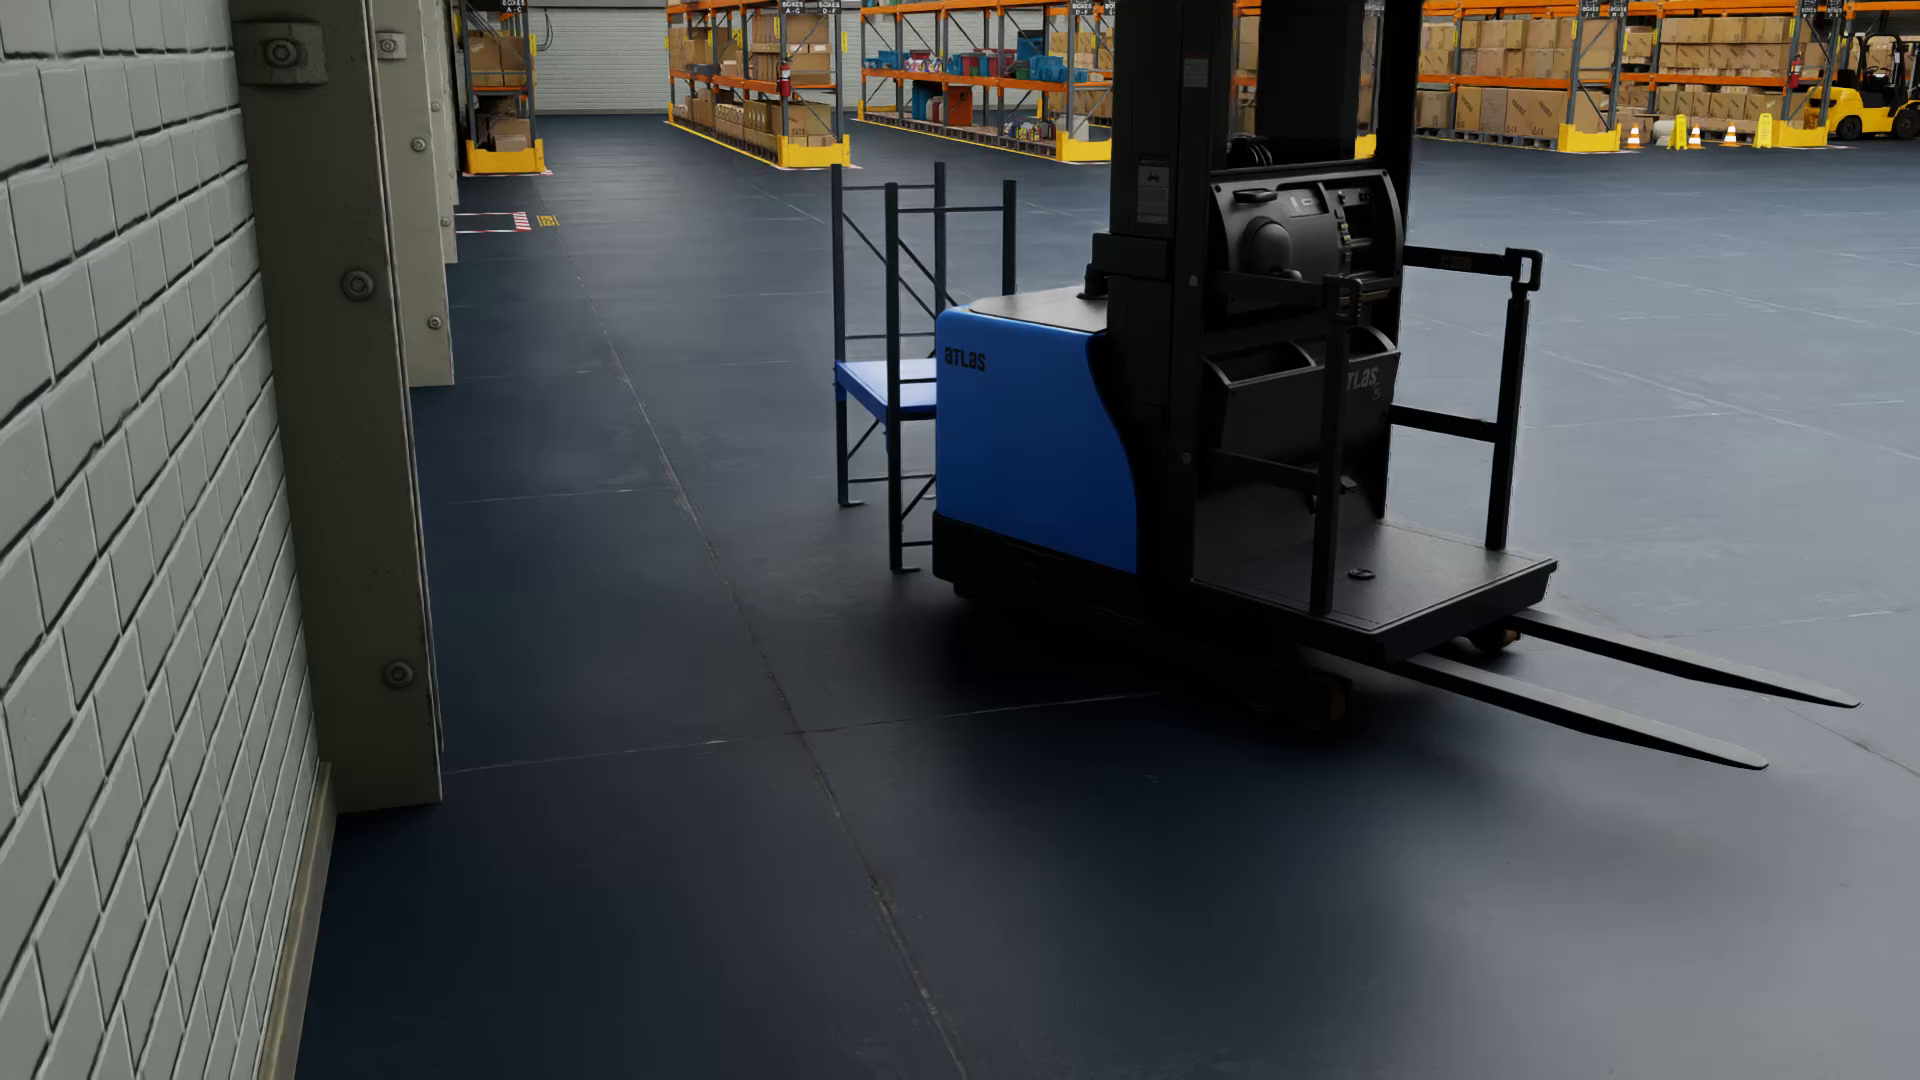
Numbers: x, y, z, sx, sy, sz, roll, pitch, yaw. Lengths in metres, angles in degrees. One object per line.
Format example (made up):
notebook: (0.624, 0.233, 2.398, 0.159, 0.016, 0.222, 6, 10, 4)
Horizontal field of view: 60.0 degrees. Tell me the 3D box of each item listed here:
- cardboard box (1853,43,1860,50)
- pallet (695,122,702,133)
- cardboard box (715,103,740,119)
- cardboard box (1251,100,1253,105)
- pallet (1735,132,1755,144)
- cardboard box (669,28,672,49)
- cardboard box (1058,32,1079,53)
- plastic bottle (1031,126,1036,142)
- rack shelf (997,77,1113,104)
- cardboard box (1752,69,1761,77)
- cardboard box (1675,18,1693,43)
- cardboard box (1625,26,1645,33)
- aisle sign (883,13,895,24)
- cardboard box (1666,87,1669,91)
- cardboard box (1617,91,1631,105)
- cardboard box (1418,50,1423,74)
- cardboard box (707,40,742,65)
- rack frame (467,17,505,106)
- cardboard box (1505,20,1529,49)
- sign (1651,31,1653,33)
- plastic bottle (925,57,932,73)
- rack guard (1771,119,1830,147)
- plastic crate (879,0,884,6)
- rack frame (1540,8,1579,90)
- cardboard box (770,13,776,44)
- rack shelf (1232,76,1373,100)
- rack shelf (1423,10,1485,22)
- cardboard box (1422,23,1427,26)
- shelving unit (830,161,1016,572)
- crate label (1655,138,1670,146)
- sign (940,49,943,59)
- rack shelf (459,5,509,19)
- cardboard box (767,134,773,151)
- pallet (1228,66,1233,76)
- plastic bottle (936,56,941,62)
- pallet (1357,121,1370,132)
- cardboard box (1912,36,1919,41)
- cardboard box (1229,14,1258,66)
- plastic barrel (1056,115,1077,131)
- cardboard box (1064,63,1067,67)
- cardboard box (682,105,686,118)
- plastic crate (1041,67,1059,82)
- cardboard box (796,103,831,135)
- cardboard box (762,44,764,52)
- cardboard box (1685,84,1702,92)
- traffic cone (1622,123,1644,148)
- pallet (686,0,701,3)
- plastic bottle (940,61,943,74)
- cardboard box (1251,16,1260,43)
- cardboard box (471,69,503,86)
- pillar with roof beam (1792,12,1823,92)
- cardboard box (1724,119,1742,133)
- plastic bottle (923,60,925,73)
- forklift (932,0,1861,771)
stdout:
cardboard box: (20.127, -10.983, 37.000, 0.380, 0.149, 0.250, -5, 17, -16)
pallet: (-5.473, -9.430, 37.978, 1.003, 0.211, 1.213, -5, 17, -15)
cardboard box: (-4.772, -8.866, 34.327, 0.500, 0.311, 0.500, -4, 17, -13)
cardboard box: (7.903, -11.542, 43.871, 0.380, 0.149, 0.250, -6, 18, -18)
pallet: (16.409, -8.147, 33.706, 1.003, 0.211, 1.213, -5, 17, -15)
cardboard box: (-6.963, -12.477, 41.363, 0.500, 0.500, 0.500, -4, 17, -14)
cardboard box: (2.852, -12.870, 43.025, 0.500, 0.500, 0.500, -5, 17, -17)
plastic bottle: (1.353, -7.473, 30.572, 0.061, 0.283, 0.133, -4, 17, -14)
rack shelf: (1.779, -8.267, 30.511, 1.077, 0.370, 4.000, -5, 17, -15)
cardboard box: (16.085, -9.334, 33.248, 0.380, 0.149, 0.250, -5, 17, -16)
cardboard box: (15.552, -10.727, 35.022, 0.700, 0.500, 0.500, -5, 17, -15)
cardboard box: (14.974, -11.342, 36.947, 0.380, 0.149, 0.250, -5, 17, -17)
aisle sign: (-1.806, -13.772, 43.069, 0.394, 0.787, 0.004, -5, 17, -15)
cardboard box: (18.476, -11.640, 42.977, 0.380, 0.149, 0.250, -6, 18, -18)
cardboard box: (18.010, -11.799, 44.632, 0.500, 0.500, 0.500, -4, 17, -13)
cardboard box: (10.110, -10.371, 36.091, 0.500, 0.500, 0.500, -5, 17, -15)
cardboard box: (-4.915, -10.295, 35.108, 0.700, 0.500, 0.500, -12, 20, -34)
rack frame: (-11.594, -11.701, 40.692, 1.000, 3.000, 0.127, -5, 17, -15)
cardboard box: (11.289, -9.956, 32.744, 0.875, 0.550, 0.500, -5, 17, -15)
sign: (18.626, -13.546, 44.820, 0.100, 0.325, 0.005, -5, 17, -15)
plastic bottle: (-0.709, -10.689, 37.410, 0.144, 0.351, 0.185, -5, 17, -15)
rack guard: (16.599, -8.057, 32.907, 1.175, 0.500, 0.348, -5, 17, -15)
plastic crate: (-1.756, -13.227, 40.763, 0.437, 0.282, 0.530, -5, 17, -15)
rack frame: (14.421, -11.446, 39.844, 1.000, 3.000, 0.127, -5, 17, -15)
cardboard box: (-2.854, -8.766, 28.493, 0.700, 0.500, 0.500, -5, 17, -15)
rack shelf: (6.542, -8.659, 31.814, 1.077, 0.370, 4.000, -5, 17, -15)
rack shelf: (12.772, -14.198, 45.041, 1.077, 0.370, 4.000, -5, 17, -15)
cardboard box: (12.641, -13.809, 44.670, 0.380, 0.149, 0.250, -5, 17, -16)
shelving unit: (-0.170, -0.757, 6.865, 0.538, 1.500, 1.048, -5, 17, -15)
crate label: (14.012, -7.910, 33.048, 0.298, 0.136, 0.250, 16, 23, 42)
sign: (-0.439, -11.553, 39.719, 0.100, 0.325, 0.005, -5, 17, -15)
rack shelf: (-9.945, -11.133, 34.839, 1.077, 0.370, 4.000, -5, 17, -15)
cardboard box: (-3.015, -6.815, 28.474, 0.500, 0.250, 0.500, -5, 17, -15)
pallet: (5.922, -9.688, 34.322, 1.003, 0.211, 1.213, -5, 17, -15)
plastic bottle: (-0.489, -11.063, 38.654, 0.144, 0.351, 0.185, -5, 17, -15)
pallet: (9.834, -9.468, 38.104, 1.003, 0.211, 1.213, -5, 17, -15)
cardboard box: (20.610, -10.705, 35.558, 0.380, 0.149, 0.250, -5, 17, -15)
cardboard box: (5.908, -10.276, 34.174, 1.000, 1.000, 1.000, -5, 17, -15)
plastic barrel: (1.937, -7.383, 29.911, 0.421, 0.512, 0.421, 0, 17, 0)
cardboard box: (2.898, -12.206, 42.809, 0.380, 0.149, 0.250, -5, 17, -17)
cardboard box: (-6.368, -10.253, 39.780, 0.500, 0.311, 0.500, -5, 17, -15)
plastic crate: (1.731, -8.282, 29.569, 0.499, 0.251, 0.408, -5, 17, -15)
cardboard box: (-2.507, -7.215, 28.505, 0.500, 0.500, 0.500, -5, 17, -15)
cardboard box: (-3.288, -8.687, 29.357, 0.380, 0.149, 0.250, -5, 17, -17)
cardboard box: (15.543, -9.528, 35.077, 0.380, 0.149, 0.250, -4, 17, -13)
traffic cone: (13.107, -7.859, 32.309, 0.336, 0.463, 0.334, -5, 17, -15)
pallet: (-5.333, -11.861, 36.338, 1.213, 0.211, 1.003, -5, 17, -15)
plastic bottle: (-0.391, -10.294, 36.209, 0.061, 0.283, 0.133, -5, 17, -15)
cardboard box: (6.010, -9.943, 32.410, 0.500, 0.500, 0.500, -5, 17, -15)
cardboard box: (-7.512, -7.327, 26.356, 0.500, 0.250, 0.500, -4, 17, -14)
pillar with roof beam: (16.278, -14.083, 38.195, 9.100, 9.000, 0.400, -5, 17, -15)
cardboard box: (16.004, -8.464, 33.965, 0.500, 0.250, 0.500, -5, 17, -15)
plastic bottle: (-0.793, -10.698, 37.555, 0.061, 0.283, 0.133, -5, 17, -15)
forklift: (1.263, -0.993, 5.163, 1.130, 2.935, 3.031, -15, 22, -40)
